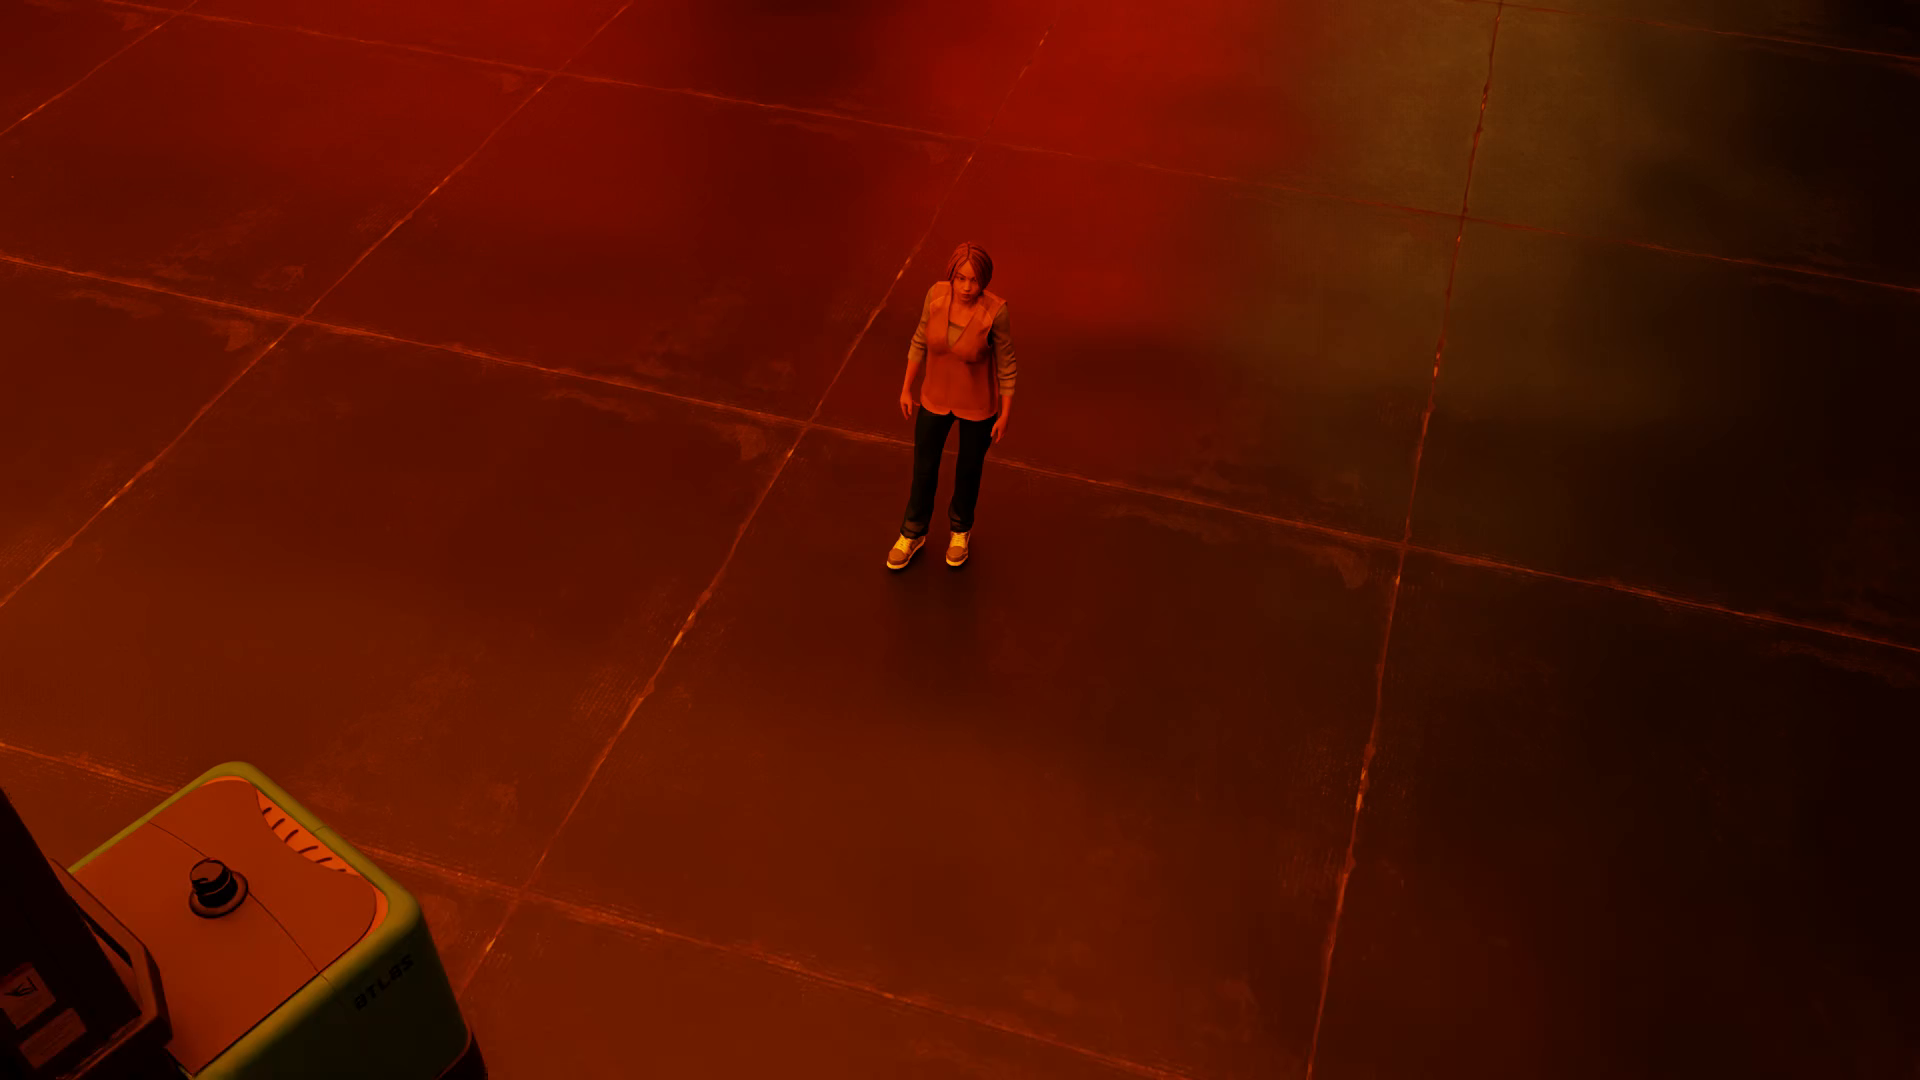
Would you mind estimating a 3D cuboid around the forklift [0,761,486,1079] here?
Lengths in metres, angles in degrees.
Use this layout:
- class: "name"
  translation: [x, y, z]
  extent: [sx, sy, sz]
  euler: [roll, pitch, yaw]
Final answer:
- class: "forklift"
  translation: [-2.946, 1.411, 4.172]
  extent: [1.130, 2.935, 3.031]
  euler: [28, 50, 27]

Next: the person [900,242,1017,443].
- class: "person"
  translation: [0.002, -0.852, 7.082]
  extent: [0.502, 0.914, 0.256]
  euler: [12, 44, 13]
